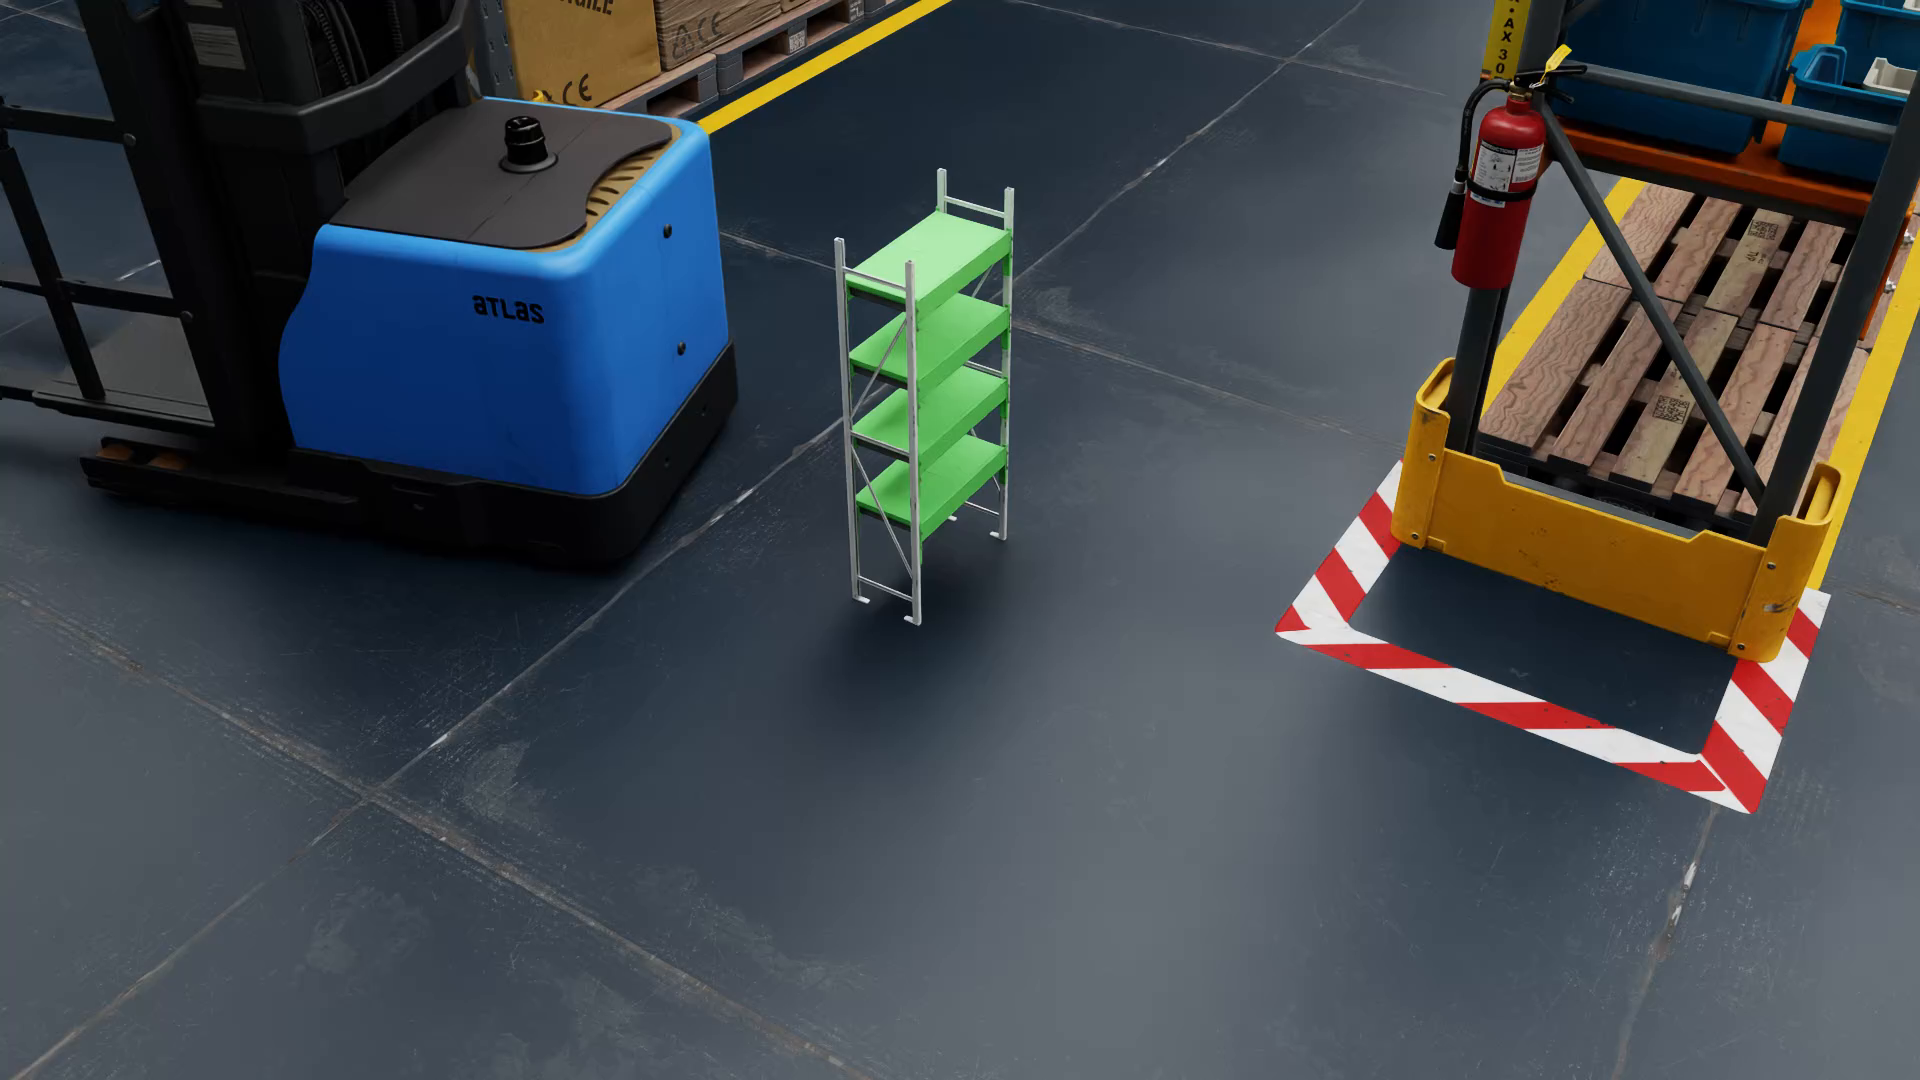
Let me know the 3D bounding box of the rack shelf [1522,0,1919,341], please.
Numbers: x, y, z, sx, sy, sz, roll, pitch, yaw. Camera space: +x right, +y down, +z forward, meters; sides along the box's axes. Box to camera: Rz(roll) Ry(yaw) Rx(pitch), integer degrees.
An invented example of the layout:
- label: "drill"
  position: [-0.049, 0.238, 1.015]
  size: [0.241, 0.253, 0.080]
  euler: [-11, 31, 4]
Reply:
- label: "rack shelf"
  position: [3.001, -1.860, 5.796]
  size: [1.077, 0.370, 4.000]
  euler: [21, 42, 25]

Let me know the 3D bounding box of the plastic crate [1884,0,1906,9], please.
- label: "plastic crate"
  position: [3.045, -1.770, 5.177]
  size: [0.416, 0.233, 0.300]
  euler: [21, 42, 25]

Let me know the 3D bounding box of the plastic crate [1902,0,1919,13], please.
- label: "plastic crate"
  position: [2.945, -1.541, 4.959]
  size: [0.250, 0.136, 0.298]
  euler: [21, 42, 25]

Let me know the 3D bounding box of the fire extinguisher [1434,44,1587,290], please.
- label: "fire extinguisher"
  position: [1.465, -1.007, 4.468]
  size: [0.296, 0.674, 0.183]
  euler: [21, 42, 25]

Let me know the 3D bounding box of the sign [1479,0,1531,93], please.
- label: "sign"
  position: [1.457, -1.350, 4.411]
  size: [0.100, 0.325, 0.005]
  euler: [21, 42, 25]

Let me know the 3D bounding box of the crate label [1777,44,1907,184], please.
- label: "crate label"
  position: [2.340, -1.091, 4.297]
  size: [0.416, 0.233, 0.303]
  euler: [21, 42, 25]

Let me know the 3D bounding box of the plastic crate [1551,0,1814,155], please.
- label: "plastic crate"
  position: [1.951, -1.386, 4.513]
  size: [0.616, 0.435, 0.499]
  euler: [21, 42, 25]

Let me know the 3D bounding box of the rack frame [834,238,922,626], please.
- label: "rack frame"
  position: [-0.219, -0.264, 4.610]
  size: [0.240, 1.200, 0.015]
  euler: [21, 42, 25]

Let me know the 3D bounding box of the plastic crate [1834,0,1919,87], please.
- label: "plastic crate"
  position: [2.693, -1.431, 4.737]
  size: [0.416, 0.233, 0.300]
  euler: [21, 42, 25]

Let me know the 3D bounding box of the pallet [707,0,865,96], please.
- label: "pallet"
  position: [-1.236, -2.694, 8.572]
  size: [1.003, 0.211, 1.213]
  euler: [21, 42, 25]

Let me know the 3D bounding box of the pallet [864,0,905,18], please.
- label: "pallet"
  position: [-0.583, -3.326, 9.391]
  size: [1.003, 0.211, 1.213]
  euler: [21, 42, 25]

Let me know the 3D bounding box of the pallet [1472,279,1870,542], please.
- label: "pallet"
  position: [2.404, -0.422, 5.625]
  size: [1.003, 0.211, 1.213]
  euler: [21, 42, 25]

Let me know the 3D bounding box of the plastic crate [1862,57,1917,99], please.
- label: "plastic crate"
  position: [2.582, -1.191, 4.506]
  size: [0.250, 0.136, 0.298]
  euler: [21, 42, 25]

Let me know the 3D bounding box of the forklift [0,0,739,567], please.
- label: "forklift"
  position: [-2.342, -1.575, 4.893]
  size: [3.031, 2.935, 1.130]
  euler: [10, 39, 12]

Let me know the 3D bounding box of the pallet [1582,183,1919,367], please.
- label: "pallet"
  position: [3.059, -1.049, 6.438]
  size: [1.003, 0.211, 1.213]
  euler: [21, 42, 25]

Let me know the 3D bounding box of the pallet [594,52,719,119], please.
- label: "pallet"
  position: [-1.890, -2.068, 7.759]
  size: [1.003, 0.211, 1.213]
  euler: [21, 42, 25]

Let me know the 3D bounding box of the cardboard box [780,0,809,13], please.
- label: "cardboard box"
  position: [-1.013, -3.343, 8.526]
  size: [0.875, 0.875, 0.875]
  euler: [21, 42, 25]

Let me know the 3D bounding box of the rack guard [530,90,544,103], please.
- label: "rack guard"
  position: [-2.265, -1.732, 7.087]
  size: [1.175, 0.500, 0.348]
  euler: [21, 42, 25]

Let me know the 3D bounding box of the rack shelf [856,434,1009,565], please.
- label: "rack shelf"
  position: [-0.089, -0.149, 4.959]
  size: [0.258, 0.148, 0.480]
  euler: [21, 42, 25]

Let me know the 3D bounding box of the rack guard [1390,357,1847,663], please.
- label: "rack guard"
  position: [1.928, -0.108, 4.980]
  size: [1.175, 0.500, 0.348]
  euler: [21, 42, 25]

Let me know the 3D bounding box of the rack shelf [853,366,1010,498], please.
- label: "rack shelf"
  position: [-0.089, -0.339, 4.812]
  size: [0.258, 0.148, 0.480]
  euler: [21, 42, 25]

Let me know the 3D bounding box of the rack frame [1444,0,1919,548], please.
- label: "rack frame"
  position: [1.930, -1.114, 4.239]
  size: [1.000, 3.000, 0.127]
  euler: [21, 42, 25]

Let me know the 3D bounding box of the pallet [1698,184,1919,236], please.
- label: "pallet"
  position: [3.712, -1.680, 7.257]
  size: [1.003, 0.211, 1.213]
  euler: [21, 42, 25]

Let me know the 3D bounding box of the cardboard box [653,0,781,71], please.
- label: "cardboard box"
  position: [-1.490, -2.884, 7.931]
  size: [0.875, 0.875, 0.875]
  euler: [21, 42, 25]

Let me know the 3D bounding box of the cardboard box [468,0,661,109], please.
- label: "cardboard box"
  position: [-1.977, -2.415, 7.323]
  size: [0.875, 0.875, 0.875]
  euler: [21, 42, 25]

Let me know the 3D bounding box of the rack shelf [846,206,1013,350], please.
- label: "rack shelf"
  position: [-0.089, -0.719, 4.519]
  size: [0.258, 0.148, 0.480]
  euler: [21, 42, 25]

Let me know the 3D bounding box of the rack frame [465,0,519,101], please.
- label: "rack frame"
  position: [-2.252, -2.734, 6.340]
  size: [1.000, 3.000, 0.127]
  euler: [21, 42, 25]

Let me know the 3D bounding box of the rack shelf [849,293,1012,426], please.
- label: "rack shelf"
  position: [-0.089, -0.529, 4.665]
  size: [0.258, 0.148, 0.480]
  euler: [21, 42, 25]

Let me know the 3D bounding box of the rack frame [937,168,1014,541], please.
- label: "rack frame"
  position: [0.042, -0.516, 4.936]
  size: [0.240, 1.200, 0.015]
  euler: [21, 42, 25]

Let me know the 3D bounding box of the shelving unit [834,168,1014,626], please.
- label: "shelving unit"
  position: [-0.089, -0.390, 4.773]
  size: [0.258, 1.200, 0.503]
  euler: [21, 42, 25]
